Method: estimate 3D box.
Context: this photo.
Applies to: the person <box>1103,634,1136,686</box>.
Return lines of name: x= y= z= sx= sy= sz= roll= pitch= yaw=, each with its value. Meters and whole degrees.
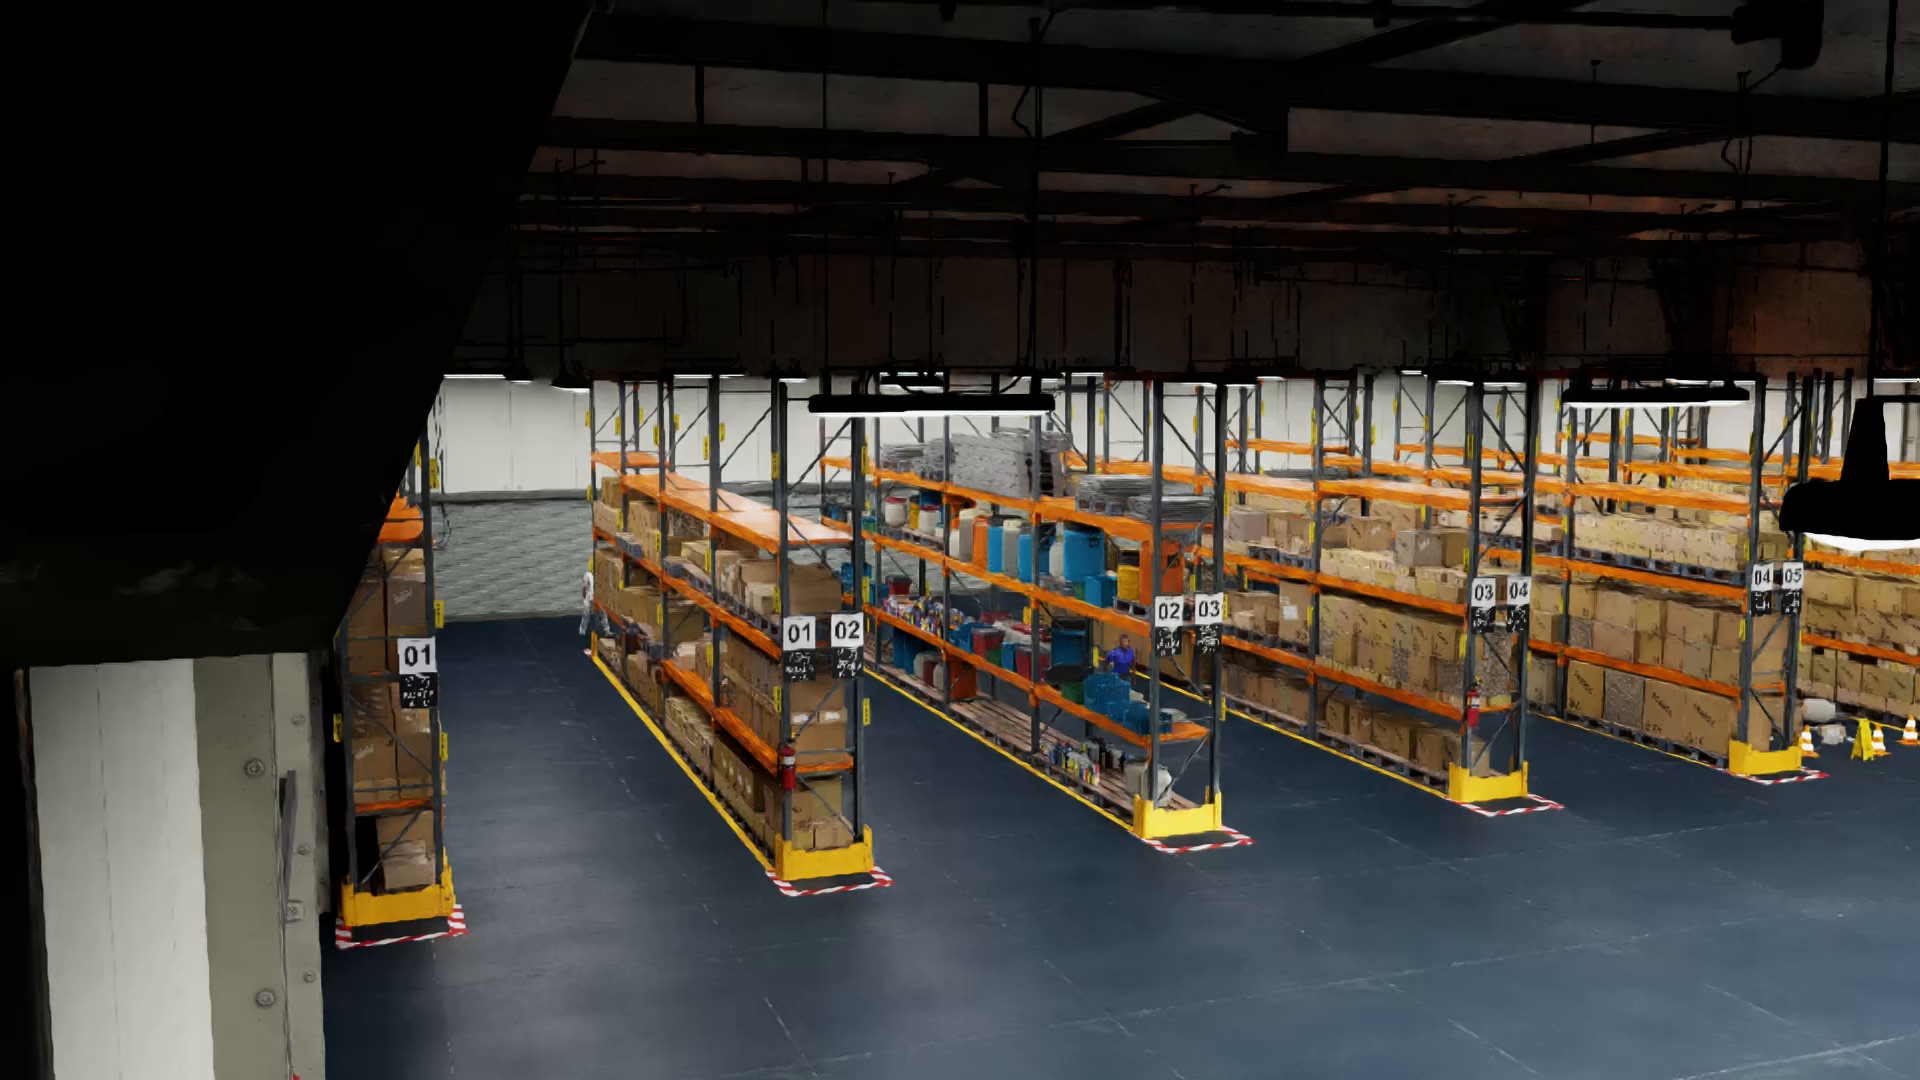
person: x=2.725 y=2.376 z=28.409 sx=0.592 sy=1.604 sz=0.518 roll=-3 pitch=7 yaw=-22

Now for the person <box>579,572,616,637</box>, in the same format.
person: x=-8.195 y=1.310 z=37.346 sx=0.609 sy=1.742 sz=0.966 roll=-6 pitch=9 yaw=-43
